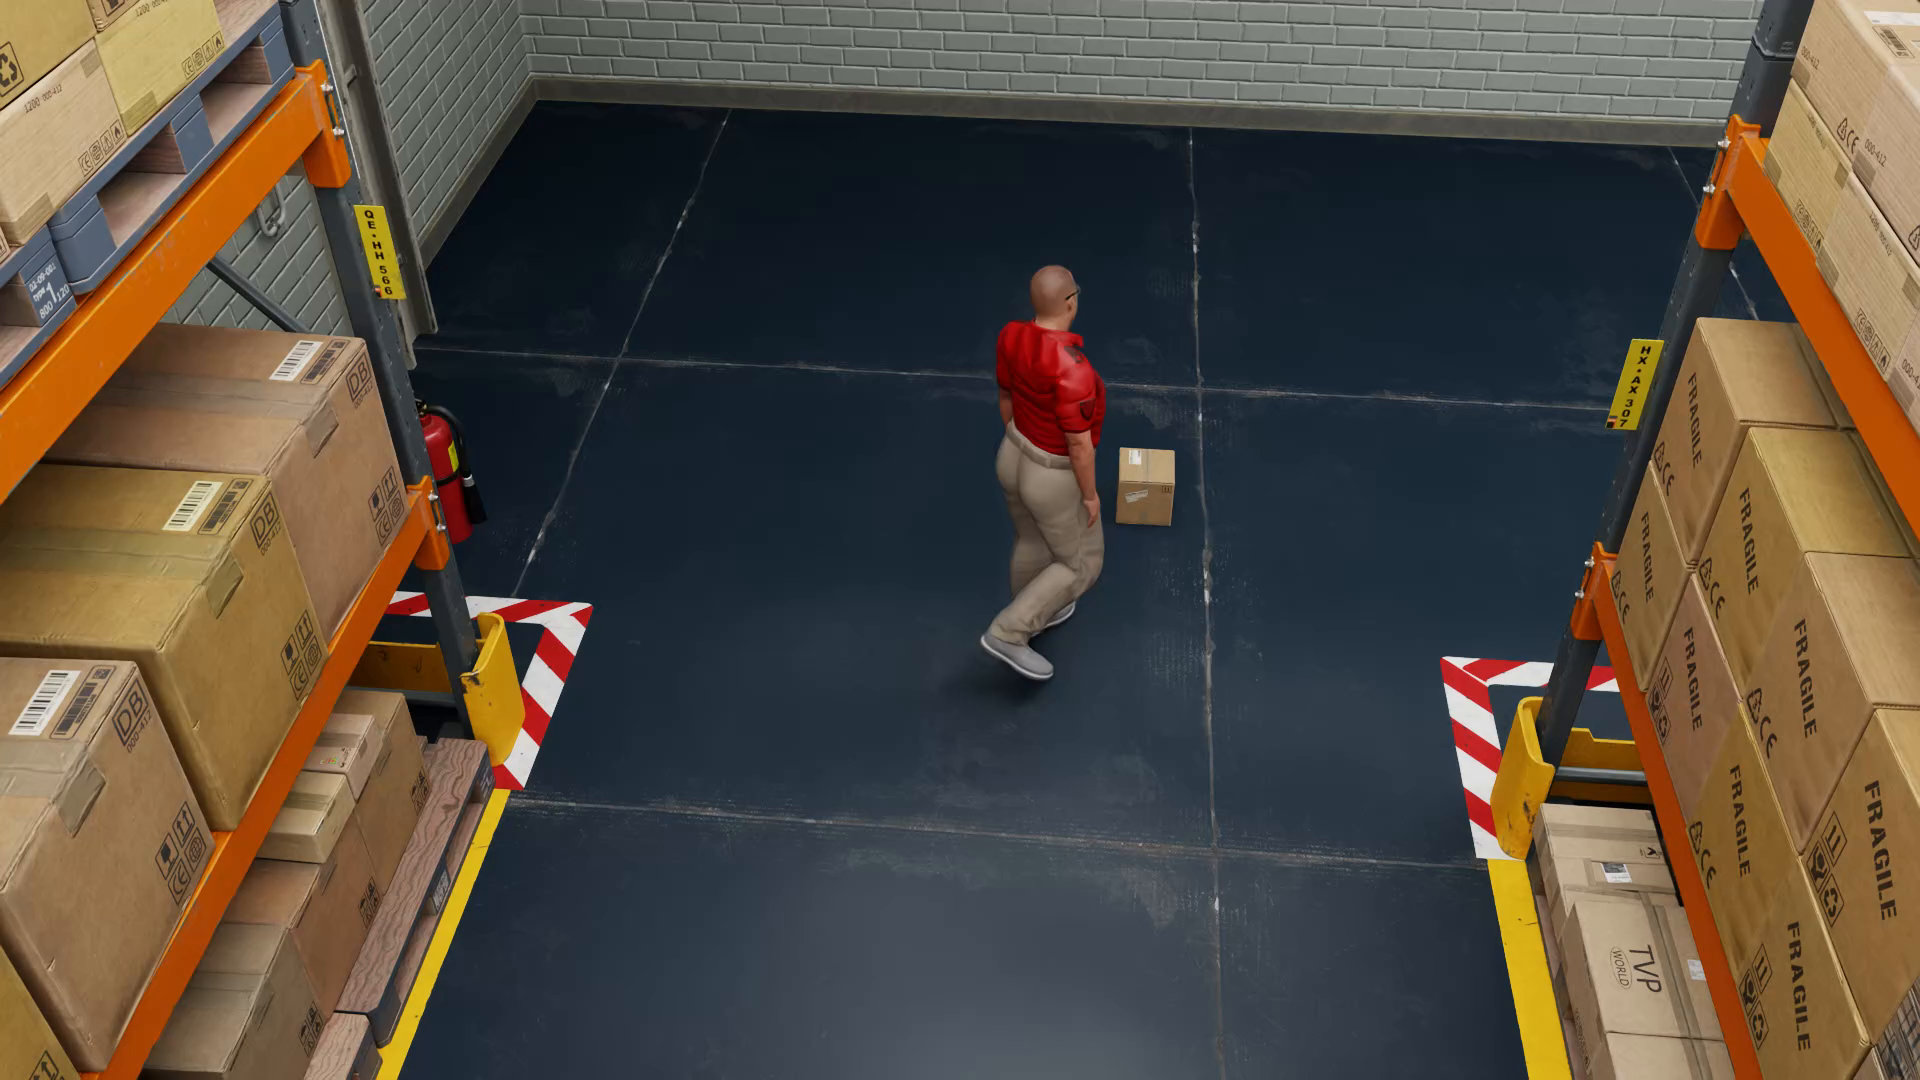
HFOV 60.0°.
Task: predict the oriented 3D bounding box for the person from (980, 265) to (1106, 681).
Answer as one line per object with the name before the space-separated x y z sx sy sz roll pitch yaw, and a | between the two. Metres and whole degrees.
person | 0.281 -0.234 6.436 0.588 1.724 0.595 -22 44 -24
